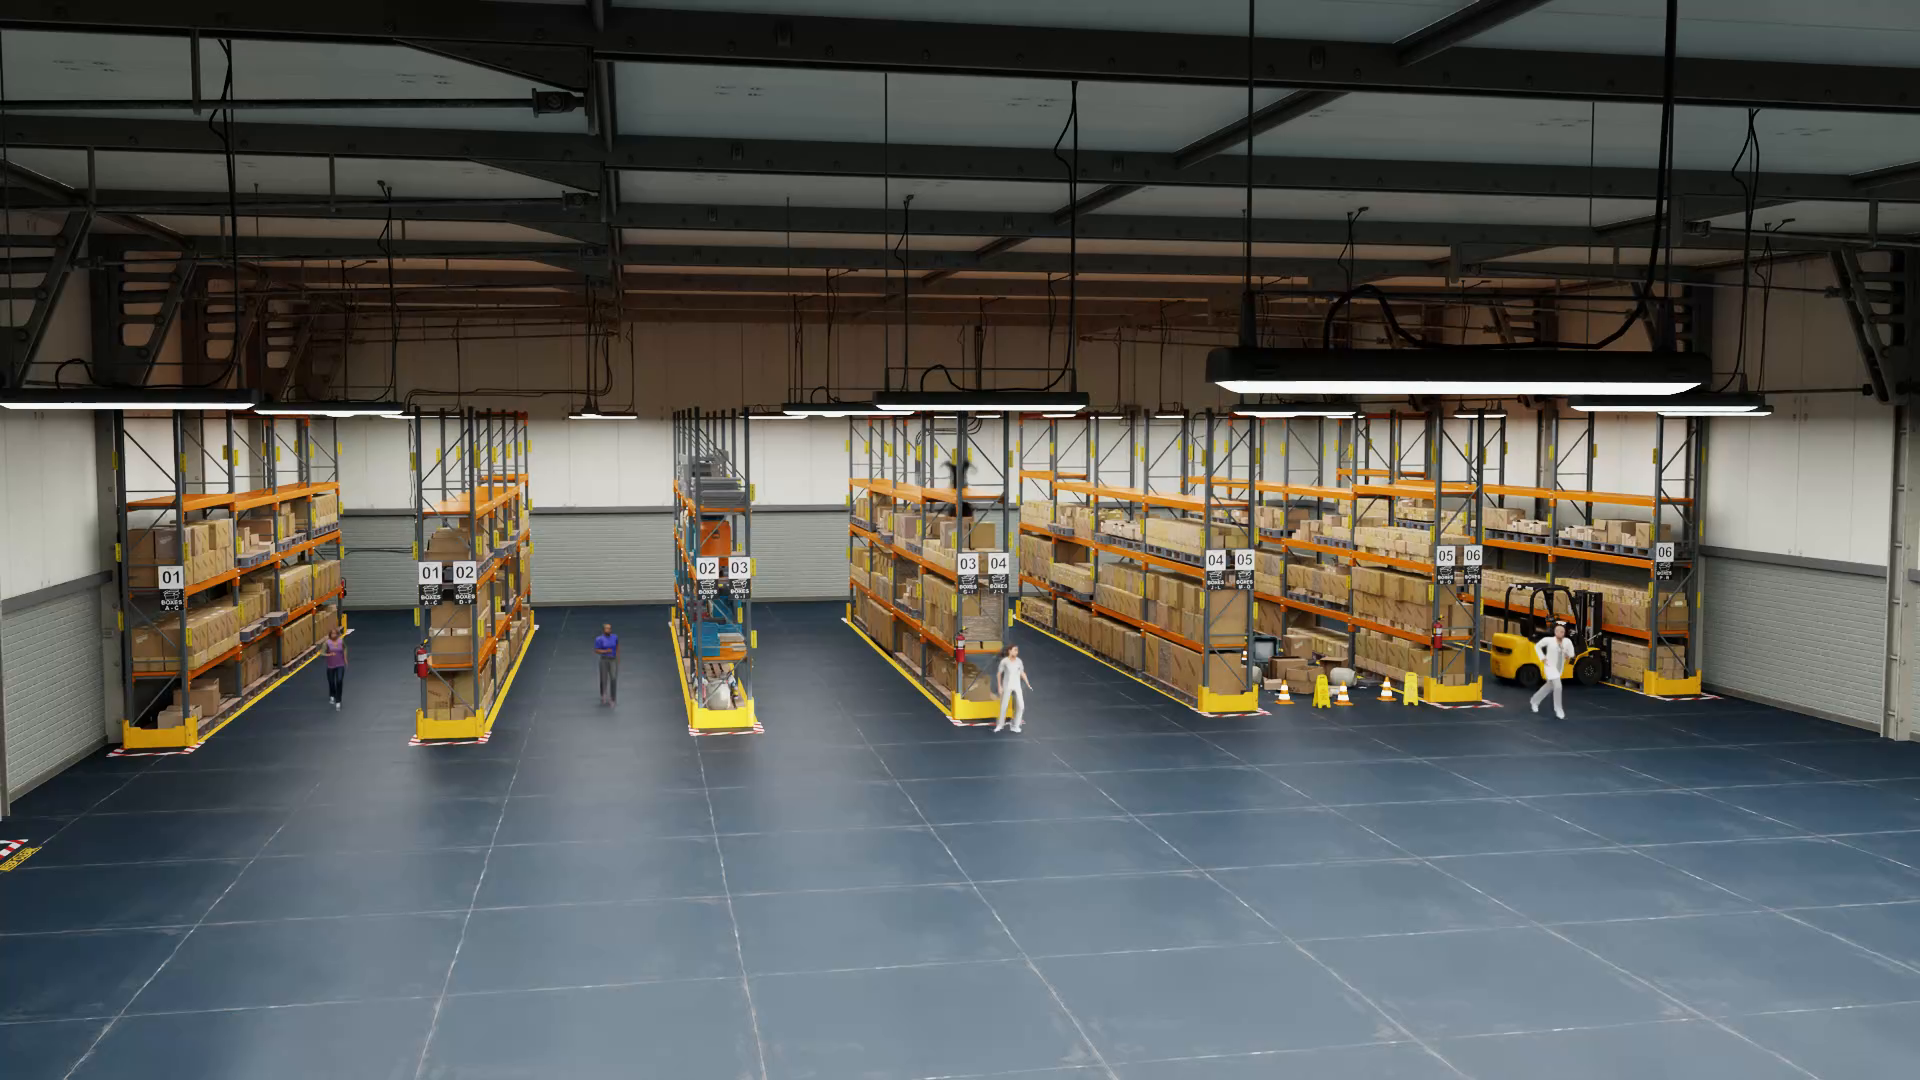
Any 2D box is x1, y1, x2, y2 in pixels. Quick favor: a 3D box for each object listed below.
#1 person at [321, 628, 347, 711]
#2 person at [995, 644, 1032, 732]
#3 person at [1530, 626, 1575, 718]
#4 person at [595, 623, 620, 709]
[{"bbox_3d":[-12.473,2.555,33.151,0.505,1.581,0.861,-2,4,-22],"label":"person"},{"bbox_3d":[0.956,2.729,30.769,0.613,1.658,0.547,-2,5,-27],"label":"person"},{"bbox_3d":[11.581,2.536,32.523,0.626,1.774,0.905,-2,4,-23],"label":"person"},{"bbox_3d":[-7.097,2.508,33.475,0.525,1.705,0.861,-1,4,-19],"label":"person"}]
